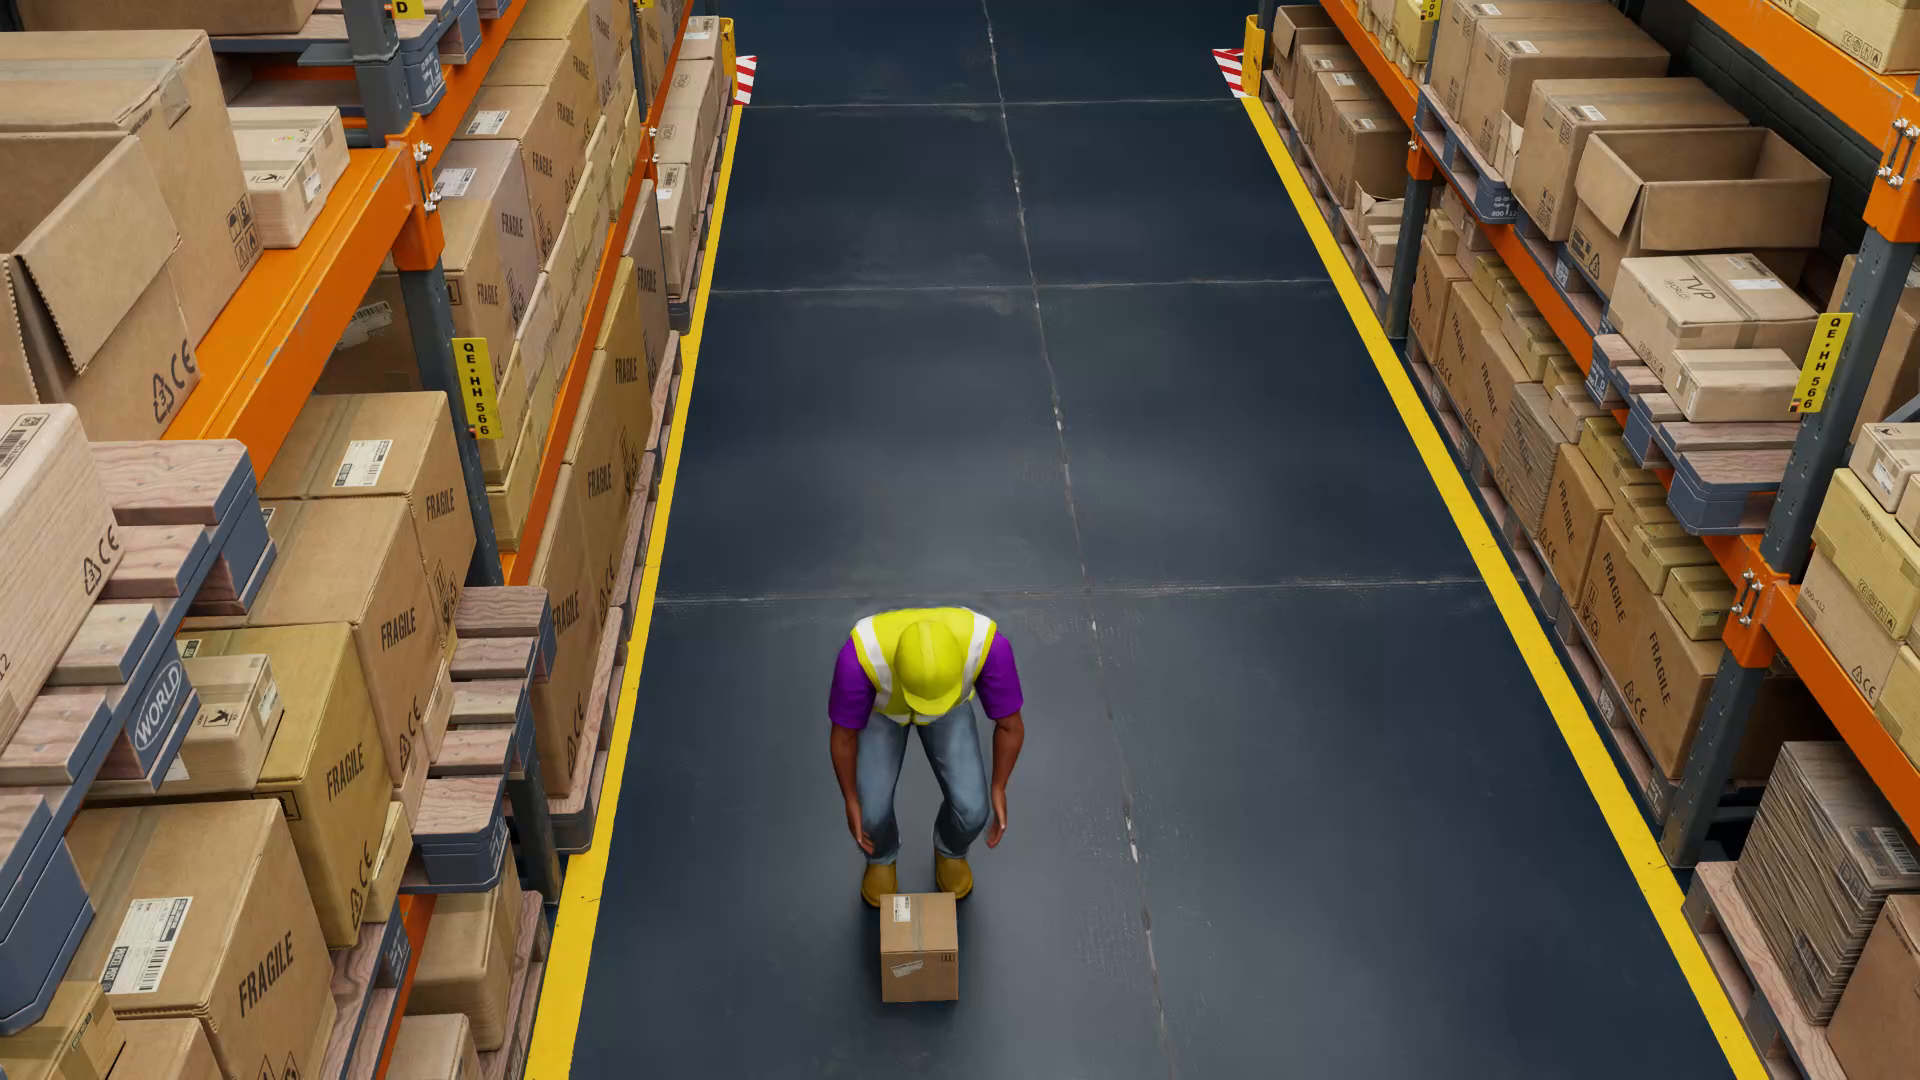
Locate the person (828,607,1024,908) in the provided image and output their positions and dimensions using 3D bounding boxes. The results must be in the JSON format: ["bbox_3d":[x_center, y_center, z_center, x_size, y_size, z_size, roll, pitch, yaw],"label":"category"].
[{"bbox_3d":[-0.112,0.662,5.523,0.631,1.373,0.779,-1,35,-2],"label":"person"}]
